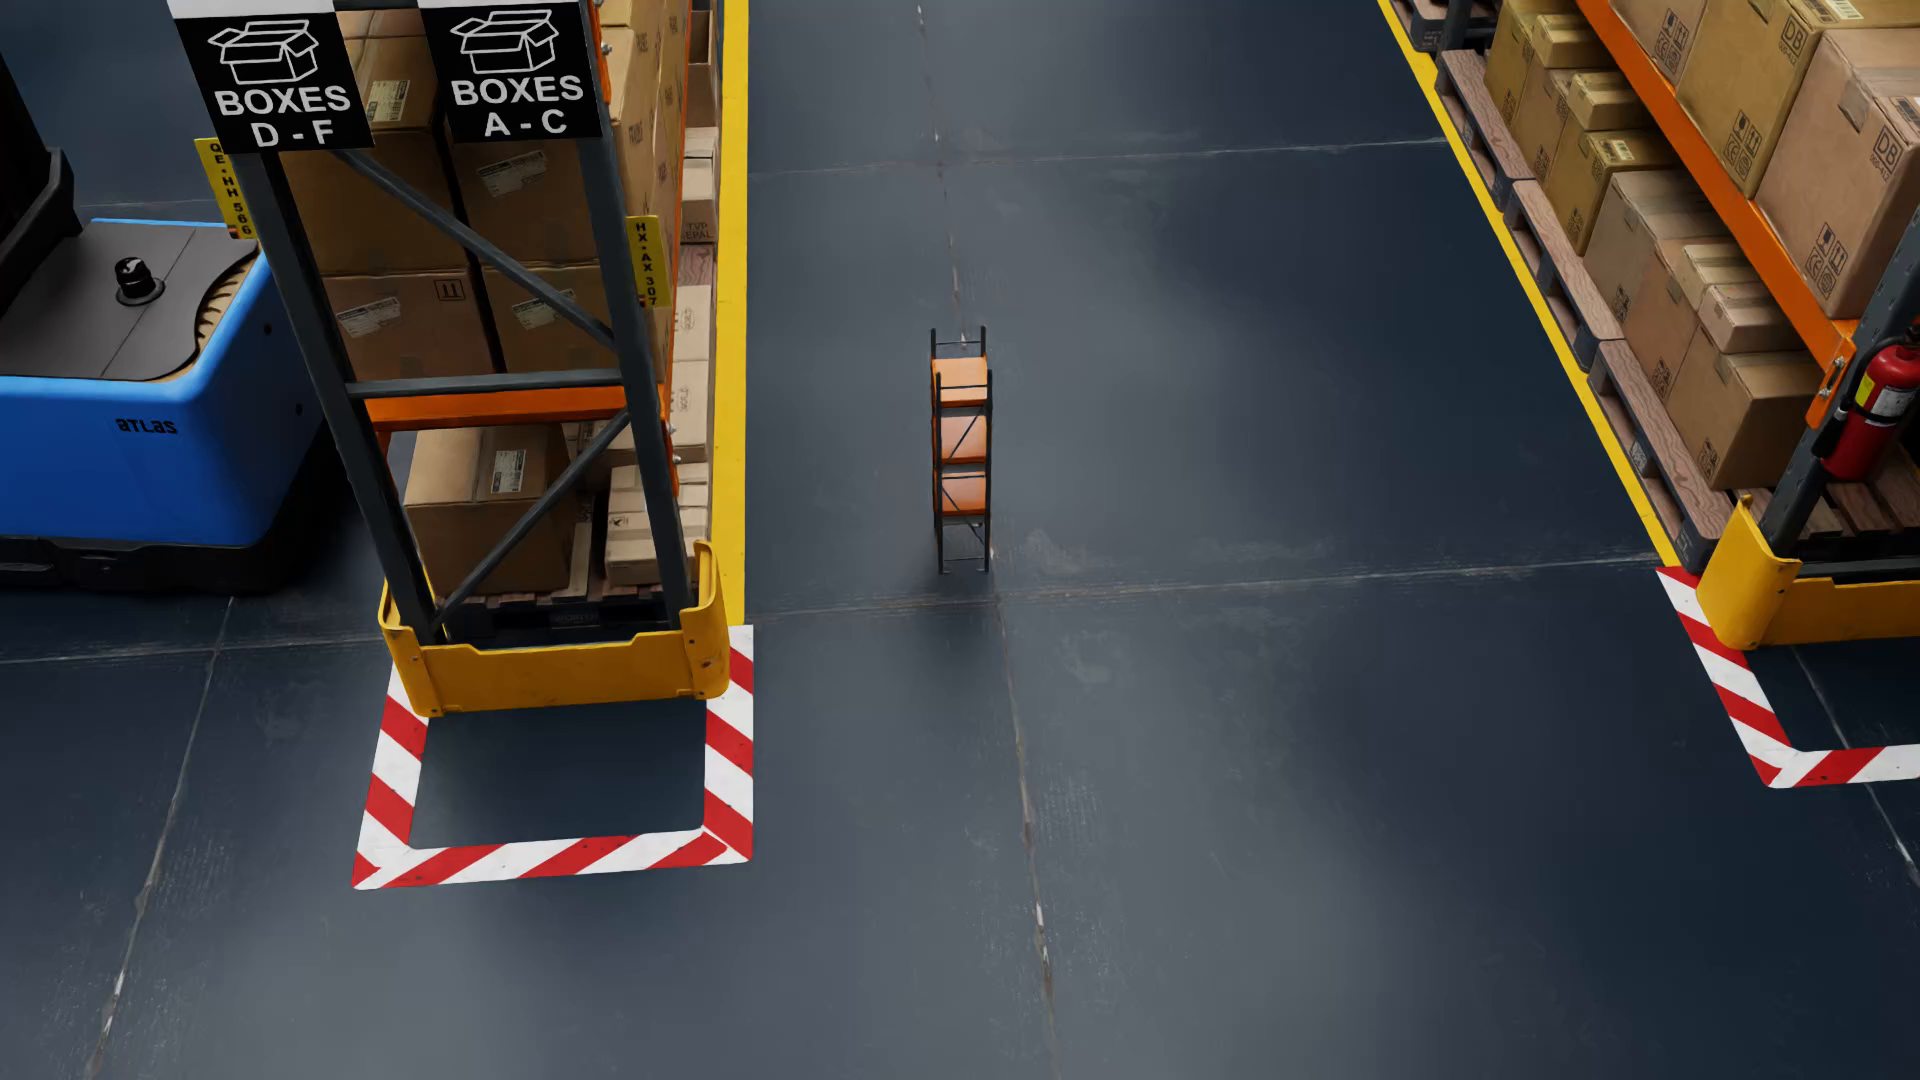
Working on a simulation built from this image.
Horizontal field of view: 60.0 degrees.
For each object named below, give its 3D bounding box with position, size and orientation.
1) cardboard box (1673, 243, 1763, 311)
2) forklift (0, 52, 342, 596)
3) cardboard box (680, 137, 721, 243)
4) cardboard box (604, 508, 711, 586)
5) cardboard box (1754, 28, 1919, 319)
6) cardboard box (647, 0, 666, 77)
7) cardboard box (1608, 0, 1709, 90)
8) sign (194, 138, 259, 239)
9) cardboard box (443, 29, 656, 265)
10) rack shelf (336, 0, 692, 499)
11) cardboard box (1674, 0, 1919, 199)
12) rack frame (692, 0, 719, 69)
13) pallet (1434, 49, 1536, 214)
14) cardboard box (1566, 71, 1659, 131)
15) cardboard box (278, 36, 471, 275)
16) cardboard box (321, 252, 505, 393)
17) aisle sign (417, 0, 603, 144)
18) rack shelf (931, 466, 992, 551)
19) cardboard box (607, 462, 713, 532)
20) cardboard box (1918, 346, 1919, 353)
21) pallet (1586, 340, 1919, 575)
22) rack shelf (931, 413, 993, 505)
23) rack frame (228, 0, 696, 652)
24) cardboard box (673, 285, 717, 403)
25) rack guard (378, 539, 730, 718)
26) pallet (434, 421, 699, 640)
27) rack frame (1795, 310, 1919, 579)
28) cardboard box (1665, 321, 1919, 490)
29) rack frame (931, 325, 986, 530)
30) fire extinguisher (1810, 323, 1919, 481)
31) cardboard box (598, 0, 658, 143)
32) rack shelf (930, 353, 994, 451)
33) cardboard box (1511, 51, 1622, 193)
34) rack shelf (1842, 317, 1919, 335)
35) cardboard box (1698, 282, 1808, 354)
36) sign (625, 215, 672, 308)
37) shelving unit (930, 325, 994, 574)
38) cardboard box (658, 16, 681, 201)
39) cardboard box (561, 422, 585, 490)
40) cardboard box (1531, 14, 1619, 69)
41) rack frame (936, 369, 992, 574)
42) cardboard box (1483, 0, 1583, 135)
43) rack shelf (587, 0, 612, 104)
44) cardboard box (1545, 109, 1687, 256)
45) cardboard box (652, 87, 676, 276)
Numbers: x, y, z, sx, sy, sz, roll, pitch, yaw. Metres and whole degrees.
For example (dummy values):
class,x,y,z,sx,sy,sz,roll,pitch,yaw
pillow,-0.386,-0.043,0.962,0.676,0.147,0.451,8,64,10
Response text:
class,x,y,z,sx,sy,sz,roll,pitch,yaw
cardboard box,3.111,-1.057,6.671,0.380,0.149,0.250,-2,47,-2
forklift,-4.113,-1.212,5.879,3.031,2.935,1.130,3,47,3
cardboard box,-1.394,-1.662,7.807,0.500,0.311,0.500,-3,47,-3
cardboard box,-1.145,0.027,6.319,0.380,0.149,0.250,-3,47,-3
cardboard box,3.431,-1.254,5.665,0.980,0.700,0.700,-2,47,-1
cardboard box,-1.315,-1.934,5.758,0.500,0.500,0.500,-3,47,-3
cardboard box,3.304,-2.332,6.686,0.980,0.700,0.700,-6,47,-5
sign,-2.007,-0.966,4.584,0.100,0.325,0.005,-3,47,-3
cardboard box,-1.227,-1.194,5.057,0.500,0.500,0.500,-2,47,-2
rack shelf,-1.620,-1.678,6.769,1.077,0.370,4.000,-3,47,-3
cardboard box,3.359,-1.780,6.163,0.980,0.700,0.700,-4,47,-4
rack frame,-1.787,-3.373,7.878,1.000,3.000,0.127,-3,47,-3
pallet,3.134,-2.163,8.653,1.003,0.211,1.213,-3,47,-3
cardboard box,3.000,-2.000,7.564,0.380,0.149,0.250,-5,47,-4
cardboard box,-1.764,-1.162,5.027,0.500,0.500,0.500,-4,47,-4
cardboard box,-1.761,-0.820,5.392,0.500,0.500,0.500,-2,47,-2
aisle sign,-1.154,-1.341,4.164,0.394,0.787,0.004,-3,47,-3
rack shelf,0.004,-0.124,6.542,0.215,0.259,0.240,-3,47,-3
cardboard box,-1.166,-0.160,6.484,0.380,0.166,0.250,-3,47,-3
cardboard box,3.535,-0.712,6.344,0.380,0.149,0.250,-3,47,-3
pallet,3.339,-0.397,6.981,1.003,0.211,1.213,-3,47,-3
rack shelf,0.004,-0.315,6.340,0.215,0.259,0.240,-3,47,-3
rack frame,-1.452,-0.479,5.137,1.000,3.000,0.127,-3,47,-3
cardboard box,-1.299,-0.818,7.050,0.500,0.250,0.500,-3,47,-3
rack guard,-1.459,0.326,6.097,1.175,0.500,0.348,-3,47,-3
pallet,-1.526,-0.151,6.748,1.003,0.211,1.213,-3,47,-3
rack frame,3.480,-0.782,5.425,0.949,2.616,0.053,-3,47,-3
cardboard box,3.325,-0.568,6.654,0.700,0.500,0.500,-3,47,-3
rack frame,-0.006,-0.411,6.416,0.200,1.050,0.008,-3,47,-3
fire extinguisher,3.036,-0.490,5.459,0.296,0.674,0.183,-3,47,-3
cardboard box,-1.278,-1.572,5.415,0.500,0.500,0.500,-3,47,-3
rack shelf,0.004,-0.510,6.134,0.215,0.259,0.240,-3,47,-3
cardboard box,3.148,-2.050,8.058,0.700,0.500,0.500,-4,47,-4
rack shelf,3.316,-2.049,6.986,0.919,0.124,3.809,-3,47,-3
cardboard box,3.133,-0.872,6.496,0.380,0.149,0.250,-4,47,-4
sign,-0.912,-0.809,4.854,0.100,0.325,0.005,-3,47,-3
shelving unit,0.004,-0.322,6.332,0.215,1.050,0.252,-3,47,-3
cardboard box,-1.314,-1.586,6.117,0.500,0.500,0.500,-4,47,-3
cardboard box,-1.688,-0.332,6.647,0.380,0.166,0.250,-3,47,-3
cardboard box,2.956,-2.378,7.922,0.380,0.149,0.250,-2,47,-2
rack frame,0.015,-0.234,6.249,0.200,1.050,0.008,-3,47,-3
cardboard box,3.109,-2.414,8.403,0.700,0.500,0.500,-3,47,-3
rack shelf,-1.620,-2.710,5.680,1.077,0.370,4.000,-3,47,-3
cardboard box,3.189,-1.679,7.706,0.700,0.500,0.500,-3,47,-2
cardboard box,-1.275,-1.223,5.773,0.500,0.500,0.500,-4,47,-4
